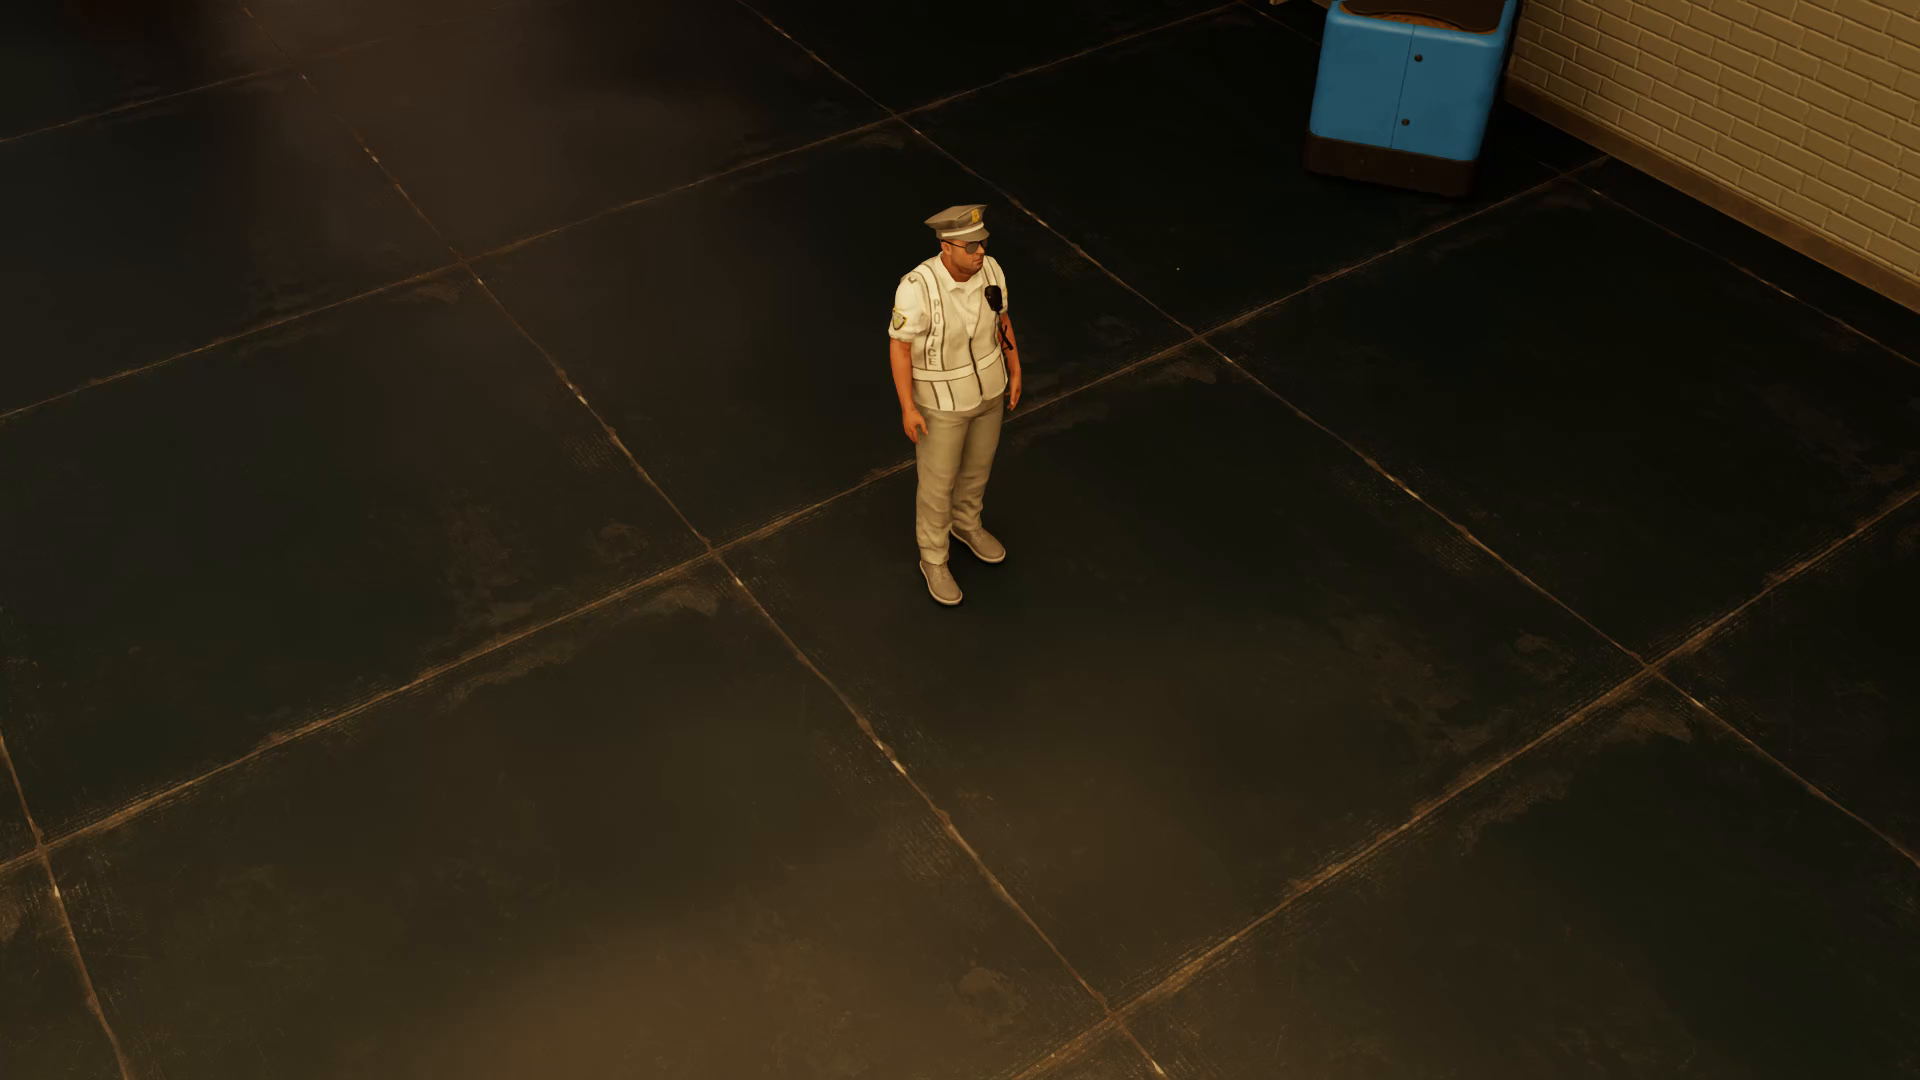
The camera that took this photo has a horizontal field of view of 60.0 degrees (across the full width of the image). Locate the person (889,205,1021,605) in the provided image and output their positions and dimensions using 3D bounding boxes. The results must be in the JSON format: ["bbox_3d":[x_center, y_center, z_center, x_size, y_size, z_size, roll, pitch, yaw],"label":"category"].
[{"bbox_3d":[0.034,-0.612,7.219,0.640,1.778,0.575,-25,48,-25],"label":"person"}]

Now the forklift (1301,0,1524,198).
[{"bbox_3d":[3.095,-4.150,10.218,1.130,2.935,3.031,14,44,15],"label":"forklift"}]
